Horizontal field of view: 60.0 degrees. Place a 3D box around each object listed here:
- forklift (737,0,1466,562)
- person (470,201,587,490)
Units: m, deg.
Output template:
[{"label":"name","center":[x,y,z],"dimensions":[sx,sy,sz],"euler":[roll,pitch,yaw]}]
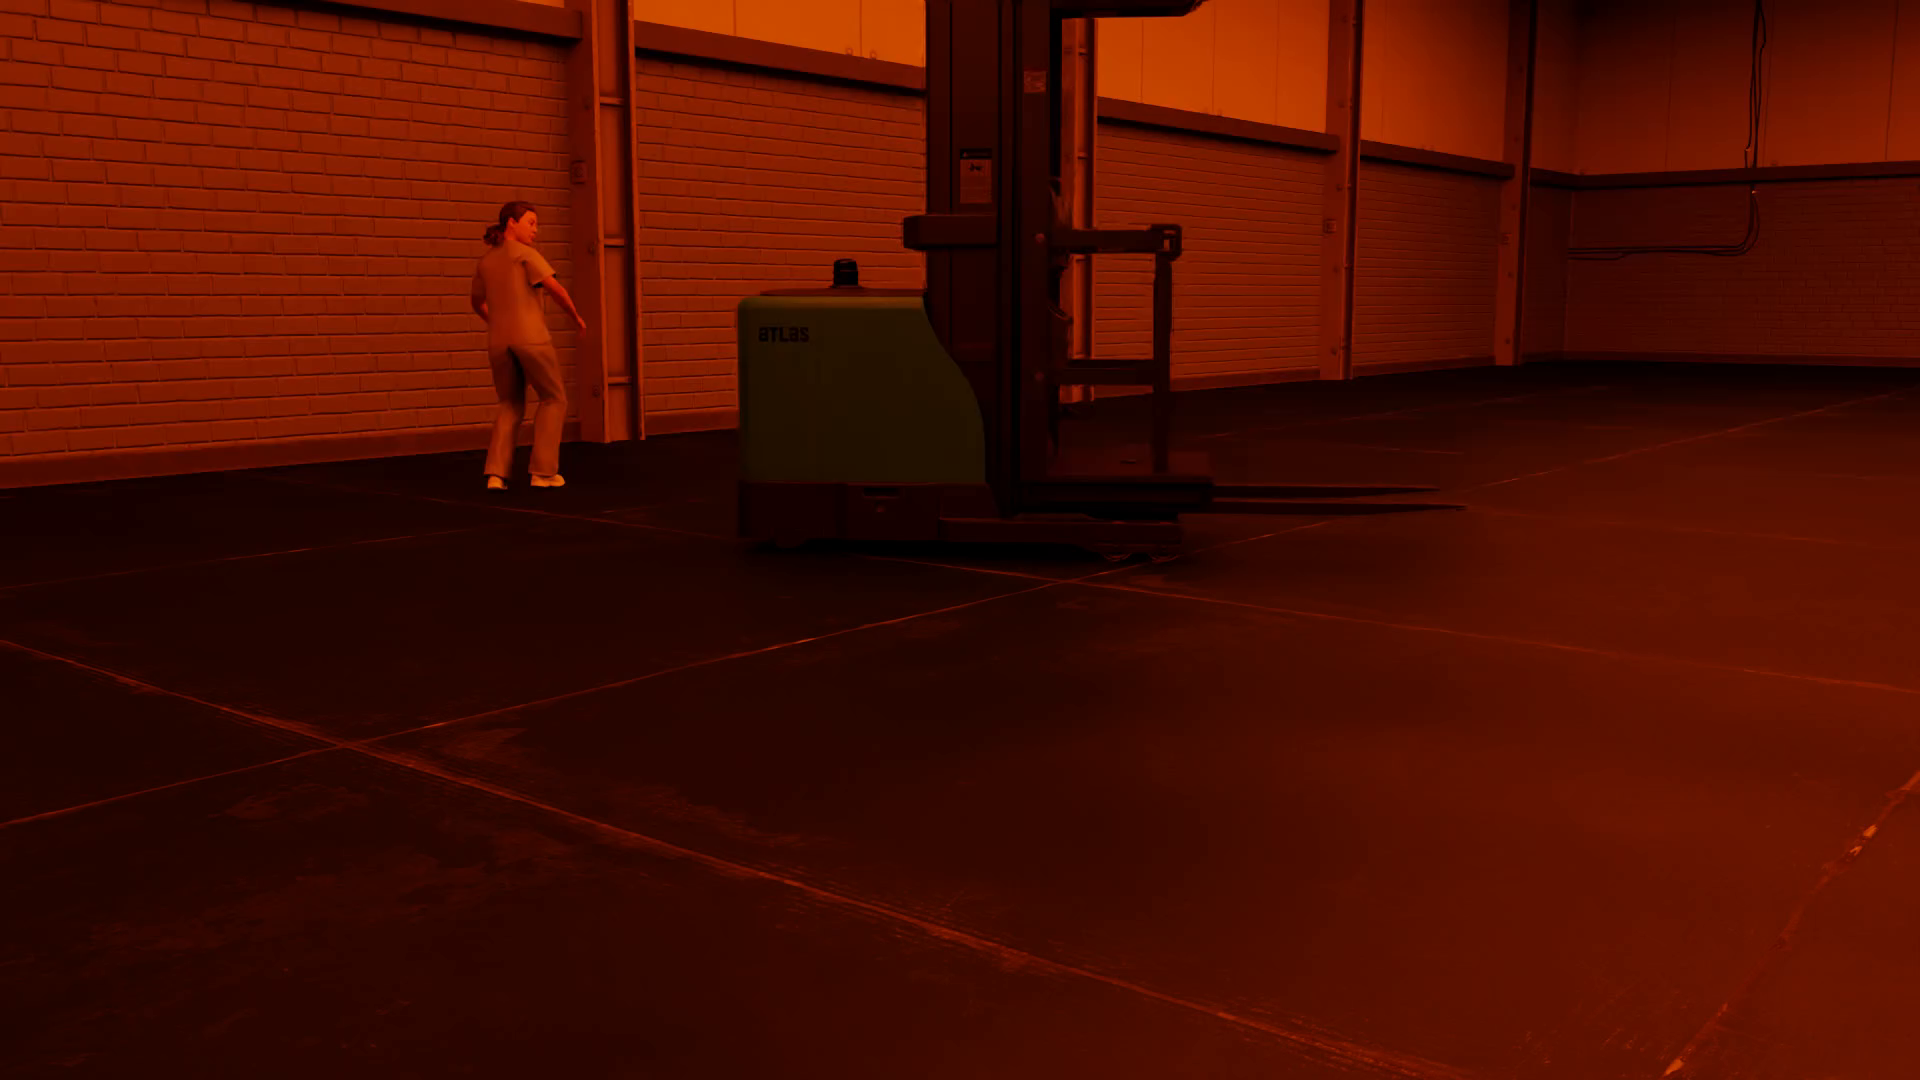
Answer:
[{"label":"forklift","center":[0.607,-1.441,7.131],"dimensions":[3.031,2.935,1.130],"euler":[1,8,6]},{"label":"person","center":[-2.424,-1.070,9.311],"dimensions":[0.674,1.623,0.566],"euler":[3,9,19]}]
